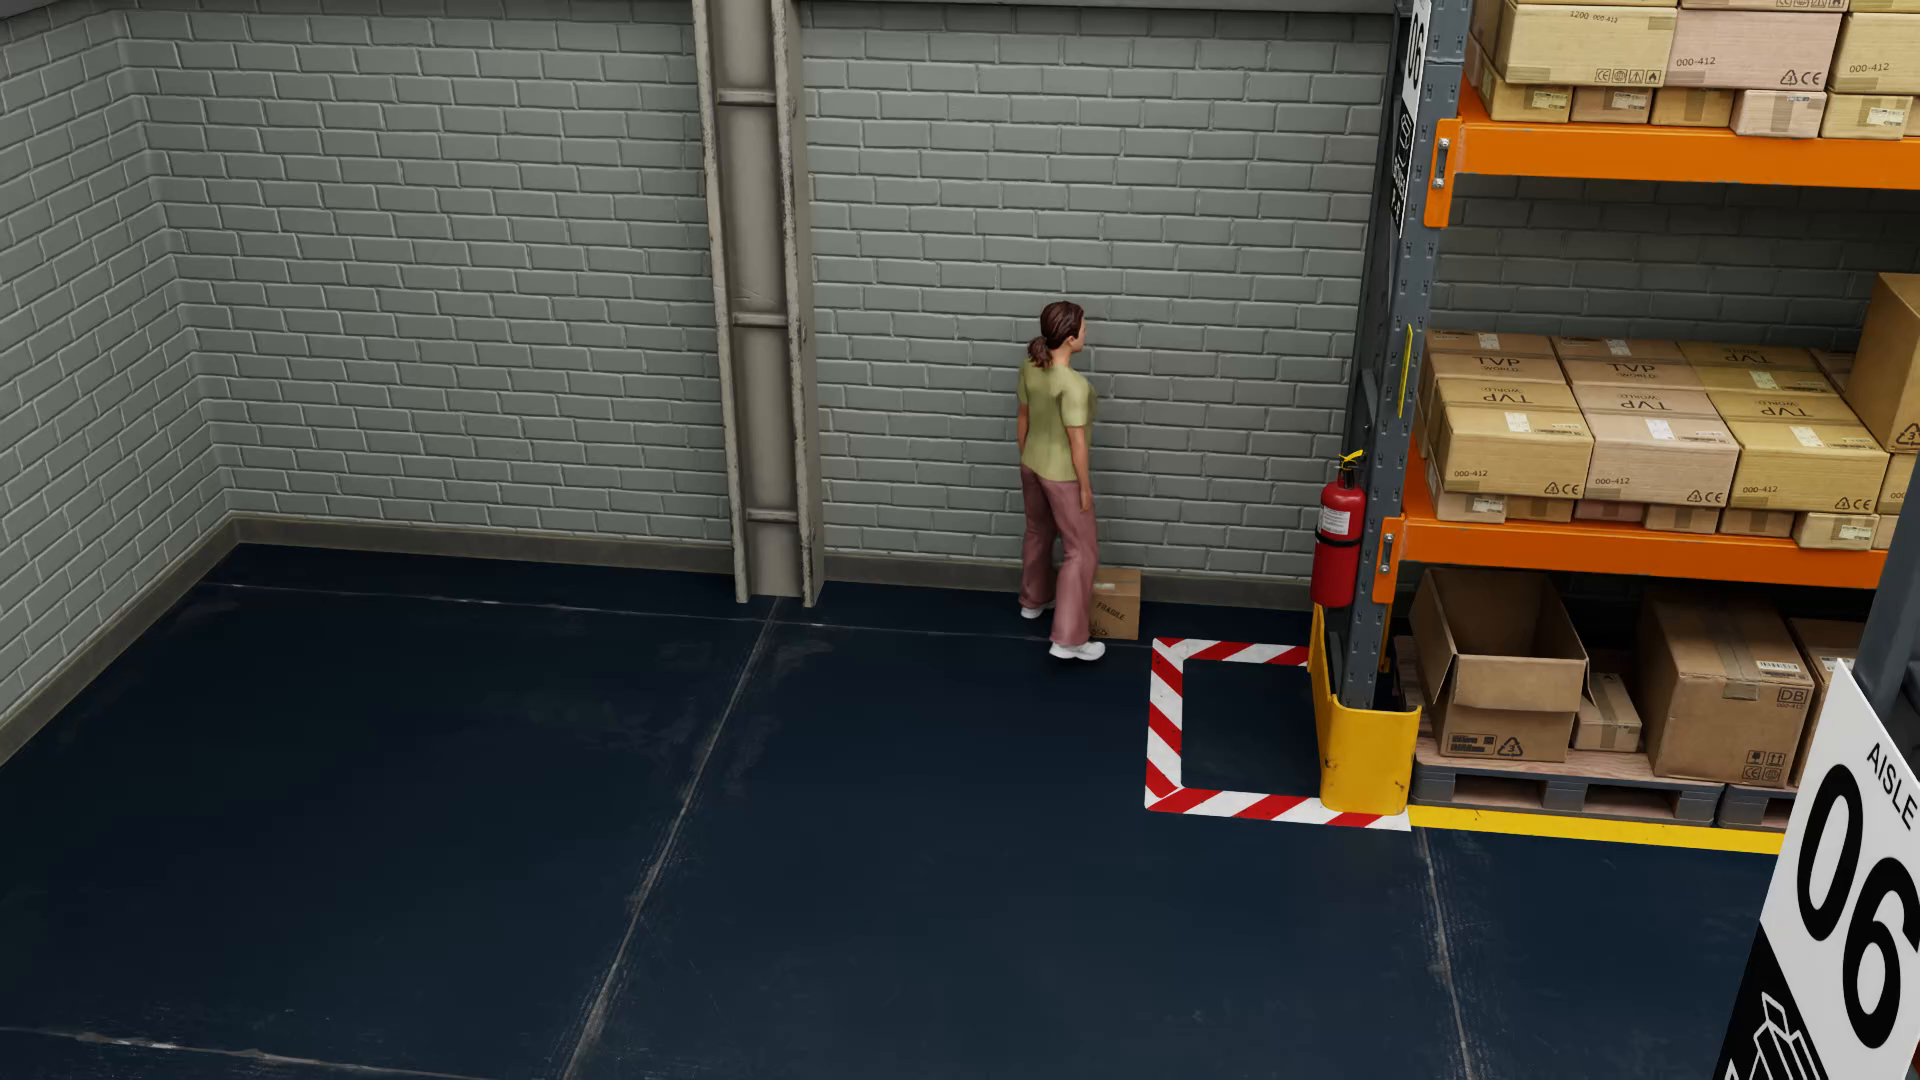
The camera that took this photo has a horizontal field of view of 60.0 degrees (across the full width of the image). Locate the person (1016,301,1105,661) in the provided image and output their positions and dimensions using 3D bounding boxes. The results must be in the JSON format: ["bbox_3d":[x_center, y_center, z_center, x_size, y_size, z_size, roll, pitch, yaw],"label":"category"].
[{"bbox_3d":[0.487,-0.284,7.639,0.460,1.678,0.578,-18,33,-29],"label":"person"}]
